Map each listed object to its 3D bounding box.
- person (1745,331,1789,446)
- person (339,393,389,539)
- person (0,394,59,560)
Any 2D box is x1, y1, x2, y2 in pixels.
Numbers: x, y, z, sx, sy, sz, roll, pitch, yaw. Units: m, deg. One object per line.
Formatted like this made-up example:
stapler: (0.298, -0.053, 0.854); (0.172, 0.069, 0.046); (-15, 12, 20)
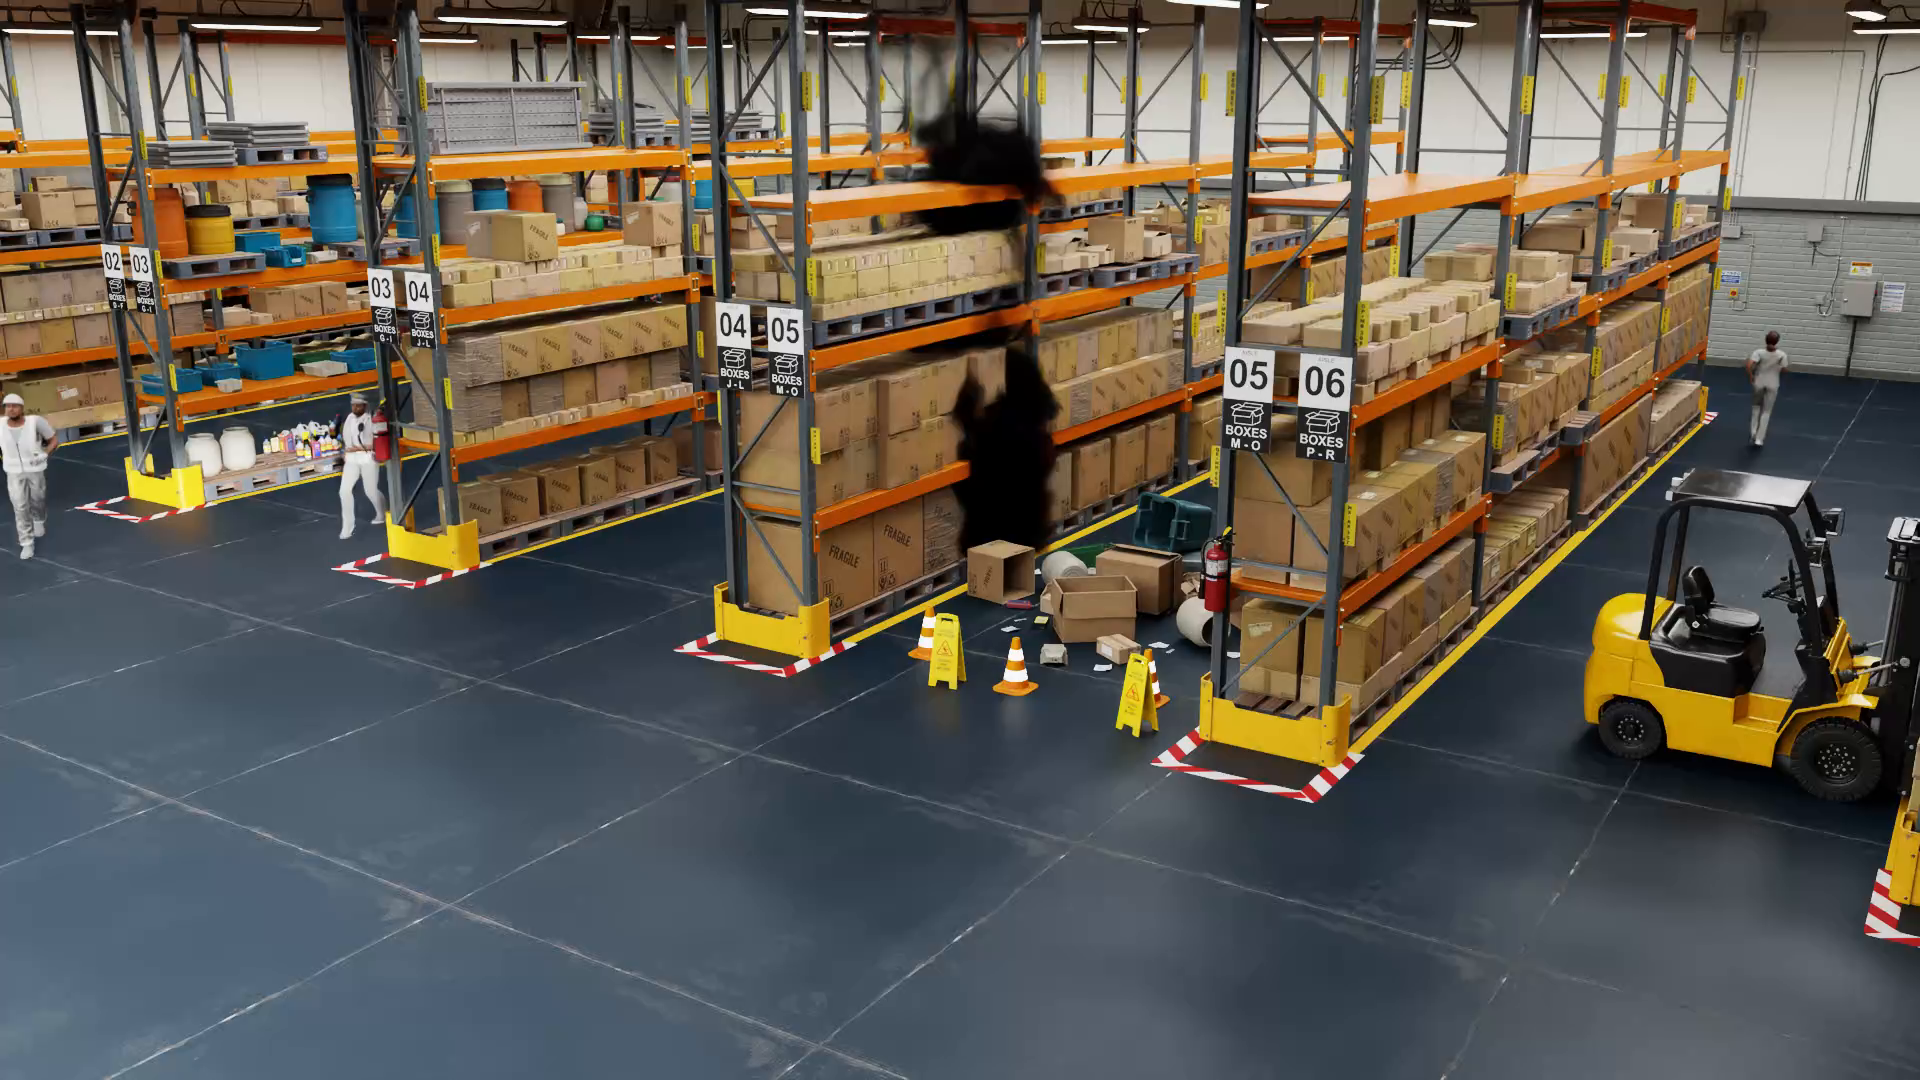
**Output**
person: (11.548, -2.154, 23.868); (0.544, 1.698, 0.691); (9, 18, 30)
person: (-6.915, -0.887, 19.380); (0.570, 1.744, 0.771); (4, 16, 15)
person: (-10.434, -0.767, 18.625); (0.692, 1.800, 0.887); (-6, 17, -20)
